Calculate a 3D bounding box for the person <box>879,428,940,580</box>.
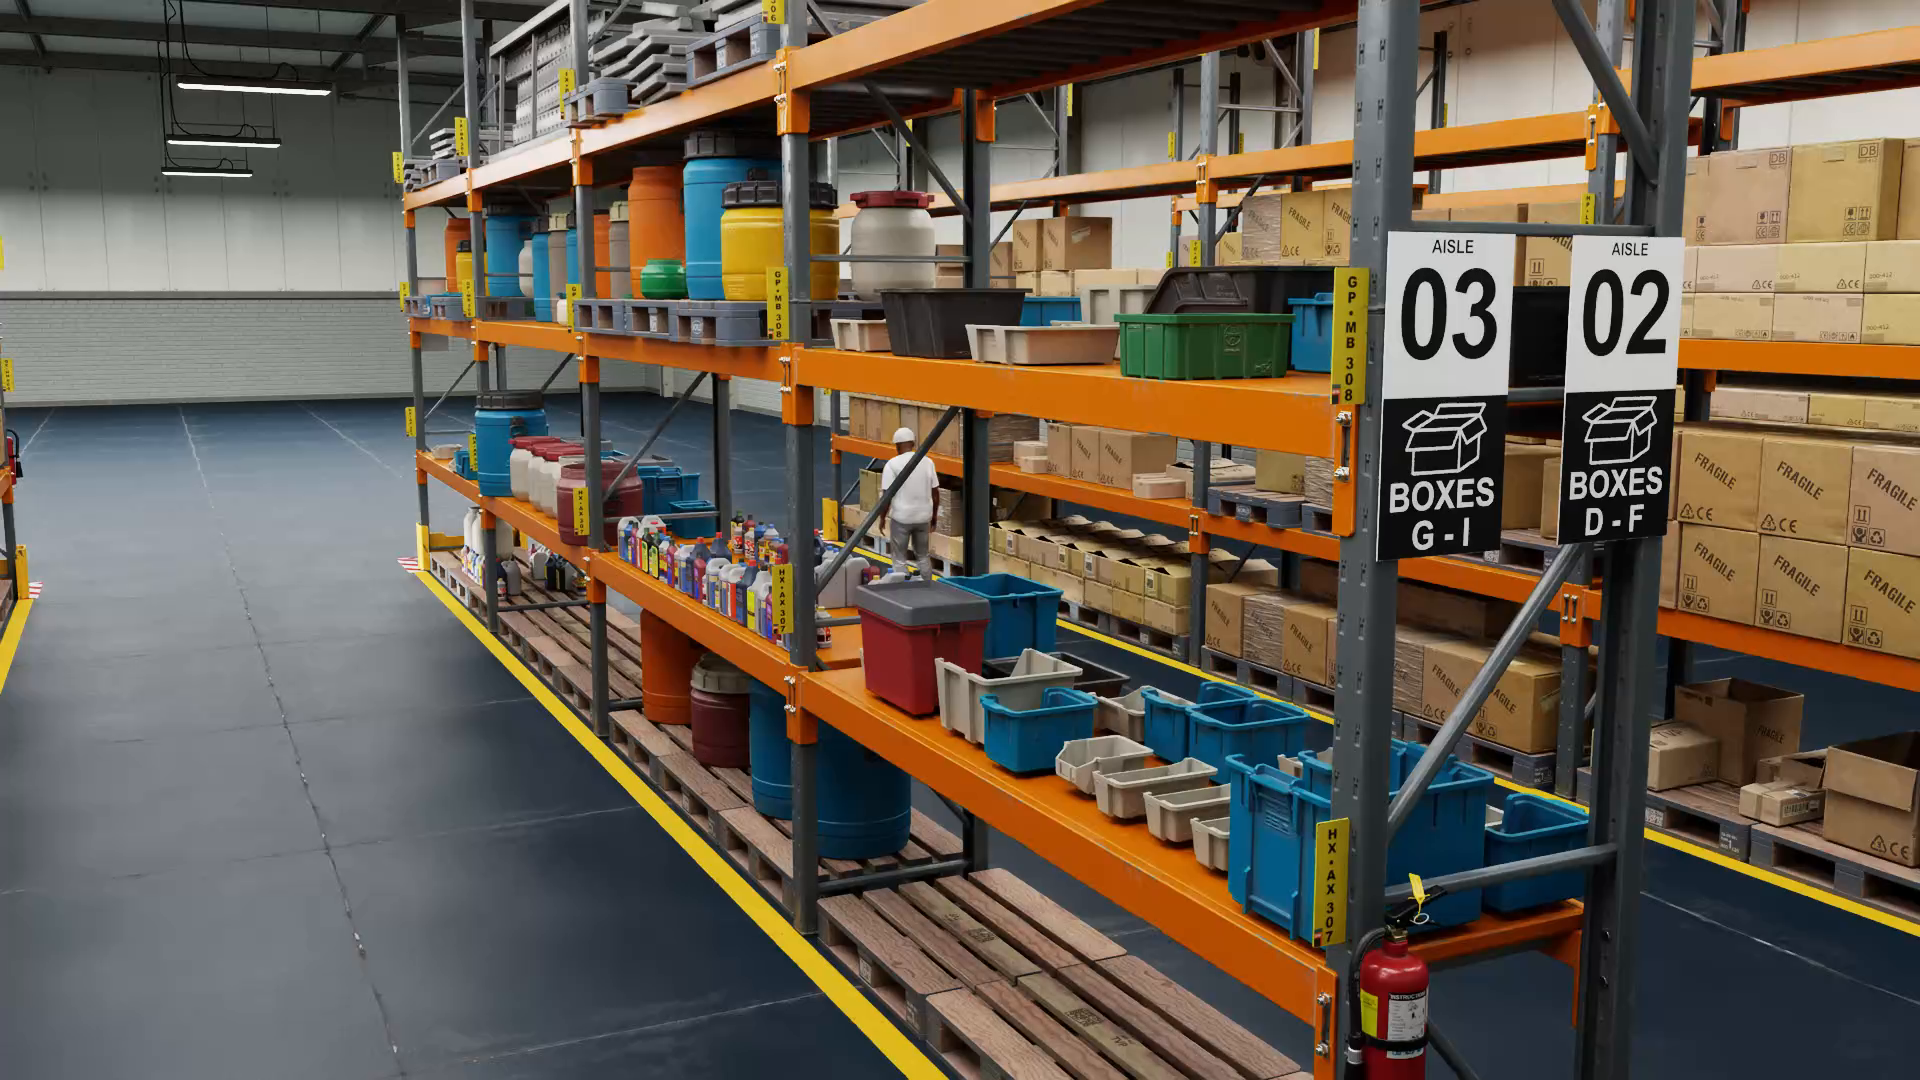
[{"bbox_3d":[-0.495,-0.214,16.225,0.627,1.758,0.456,-4,9,-25],"label":"person"}]
